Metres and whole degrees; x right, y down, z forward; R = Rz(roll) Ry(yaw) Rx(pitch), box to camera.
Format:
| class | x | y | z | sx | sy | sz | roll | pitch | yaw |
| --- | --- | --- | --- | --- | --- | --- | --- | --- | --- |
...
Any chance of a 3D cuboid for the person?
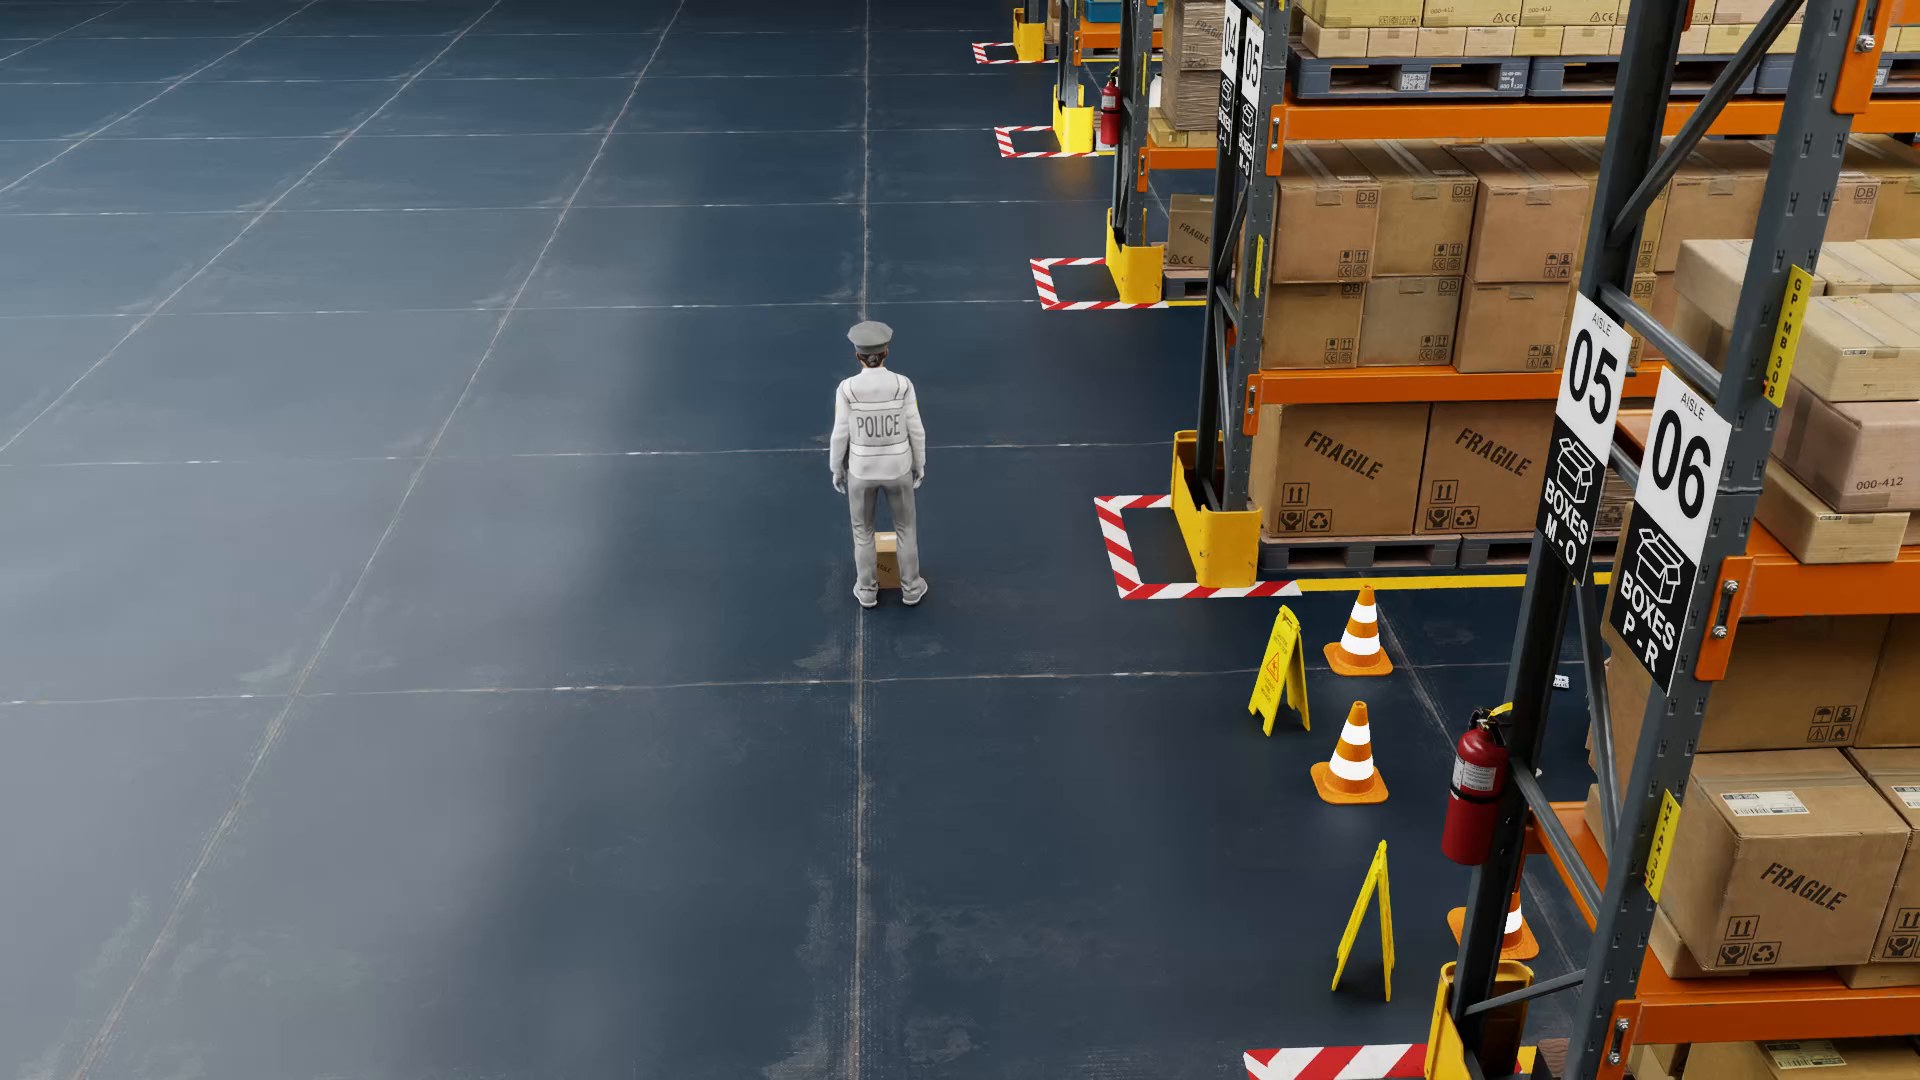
| class | x | y | z | sx | sy | sz | roll | pitch | yaw |
| --- | --- | --- | --- | --- | --- | --- | --- | --- | --- |
| person | -0.457 | -0.393 | 9.361 | 0.547 | 1.666 | 0.370 | -3 | 28 | -5 |
